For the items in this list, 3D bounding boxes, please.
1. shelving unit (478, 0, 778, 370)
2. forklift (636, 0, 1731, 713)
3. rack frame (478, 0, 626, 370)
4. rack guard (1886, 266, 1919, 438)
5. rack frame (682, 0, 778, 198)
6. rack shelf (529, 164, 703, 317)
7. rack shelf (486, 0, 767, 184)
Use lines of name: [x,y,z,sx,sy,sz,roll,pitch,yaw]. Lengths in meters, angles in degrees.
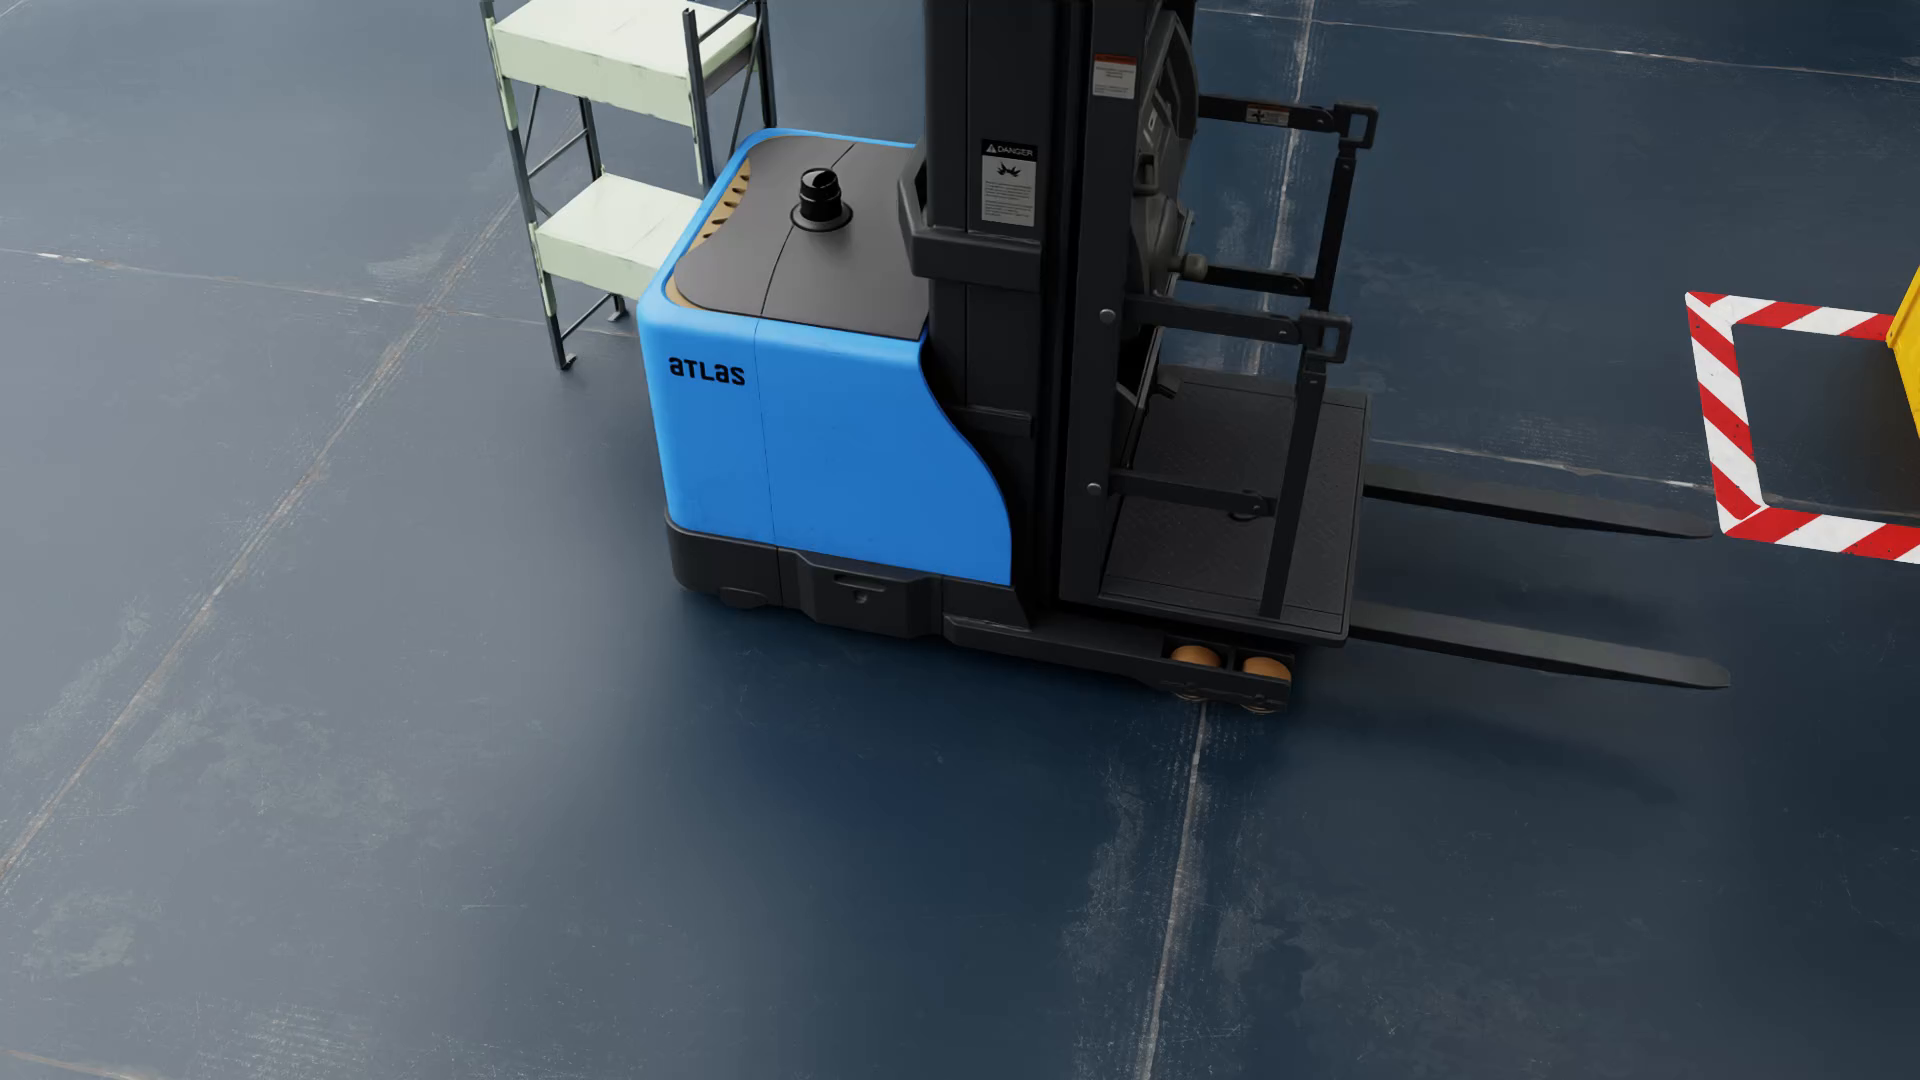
shelving unit: [-1.001,-1.155,5.369,0.755,1.500,0.431,19,47,19]
forklift: [0.702,-0.972,4.146,3.031,2.935,1.130,10,45,10]
rack frame: [-1.329,-1.268,5.486,0.023,1.500,0.400,19,47,19]
rack guard: [3.400,-0.531,5.441,0.348,0.500,1.175,9,45,9]
rack frame: [-0.673,-1.043,5.252,0.023,1.500,0.400,19,47,19]
rack shelf: [-1.001,-0.920,5.595,0.720,0.370,0.431,19,47,19]
rack shelf: [-1.001,-1.436,5.098,0.720,0.370,0.431,19,47,19]
